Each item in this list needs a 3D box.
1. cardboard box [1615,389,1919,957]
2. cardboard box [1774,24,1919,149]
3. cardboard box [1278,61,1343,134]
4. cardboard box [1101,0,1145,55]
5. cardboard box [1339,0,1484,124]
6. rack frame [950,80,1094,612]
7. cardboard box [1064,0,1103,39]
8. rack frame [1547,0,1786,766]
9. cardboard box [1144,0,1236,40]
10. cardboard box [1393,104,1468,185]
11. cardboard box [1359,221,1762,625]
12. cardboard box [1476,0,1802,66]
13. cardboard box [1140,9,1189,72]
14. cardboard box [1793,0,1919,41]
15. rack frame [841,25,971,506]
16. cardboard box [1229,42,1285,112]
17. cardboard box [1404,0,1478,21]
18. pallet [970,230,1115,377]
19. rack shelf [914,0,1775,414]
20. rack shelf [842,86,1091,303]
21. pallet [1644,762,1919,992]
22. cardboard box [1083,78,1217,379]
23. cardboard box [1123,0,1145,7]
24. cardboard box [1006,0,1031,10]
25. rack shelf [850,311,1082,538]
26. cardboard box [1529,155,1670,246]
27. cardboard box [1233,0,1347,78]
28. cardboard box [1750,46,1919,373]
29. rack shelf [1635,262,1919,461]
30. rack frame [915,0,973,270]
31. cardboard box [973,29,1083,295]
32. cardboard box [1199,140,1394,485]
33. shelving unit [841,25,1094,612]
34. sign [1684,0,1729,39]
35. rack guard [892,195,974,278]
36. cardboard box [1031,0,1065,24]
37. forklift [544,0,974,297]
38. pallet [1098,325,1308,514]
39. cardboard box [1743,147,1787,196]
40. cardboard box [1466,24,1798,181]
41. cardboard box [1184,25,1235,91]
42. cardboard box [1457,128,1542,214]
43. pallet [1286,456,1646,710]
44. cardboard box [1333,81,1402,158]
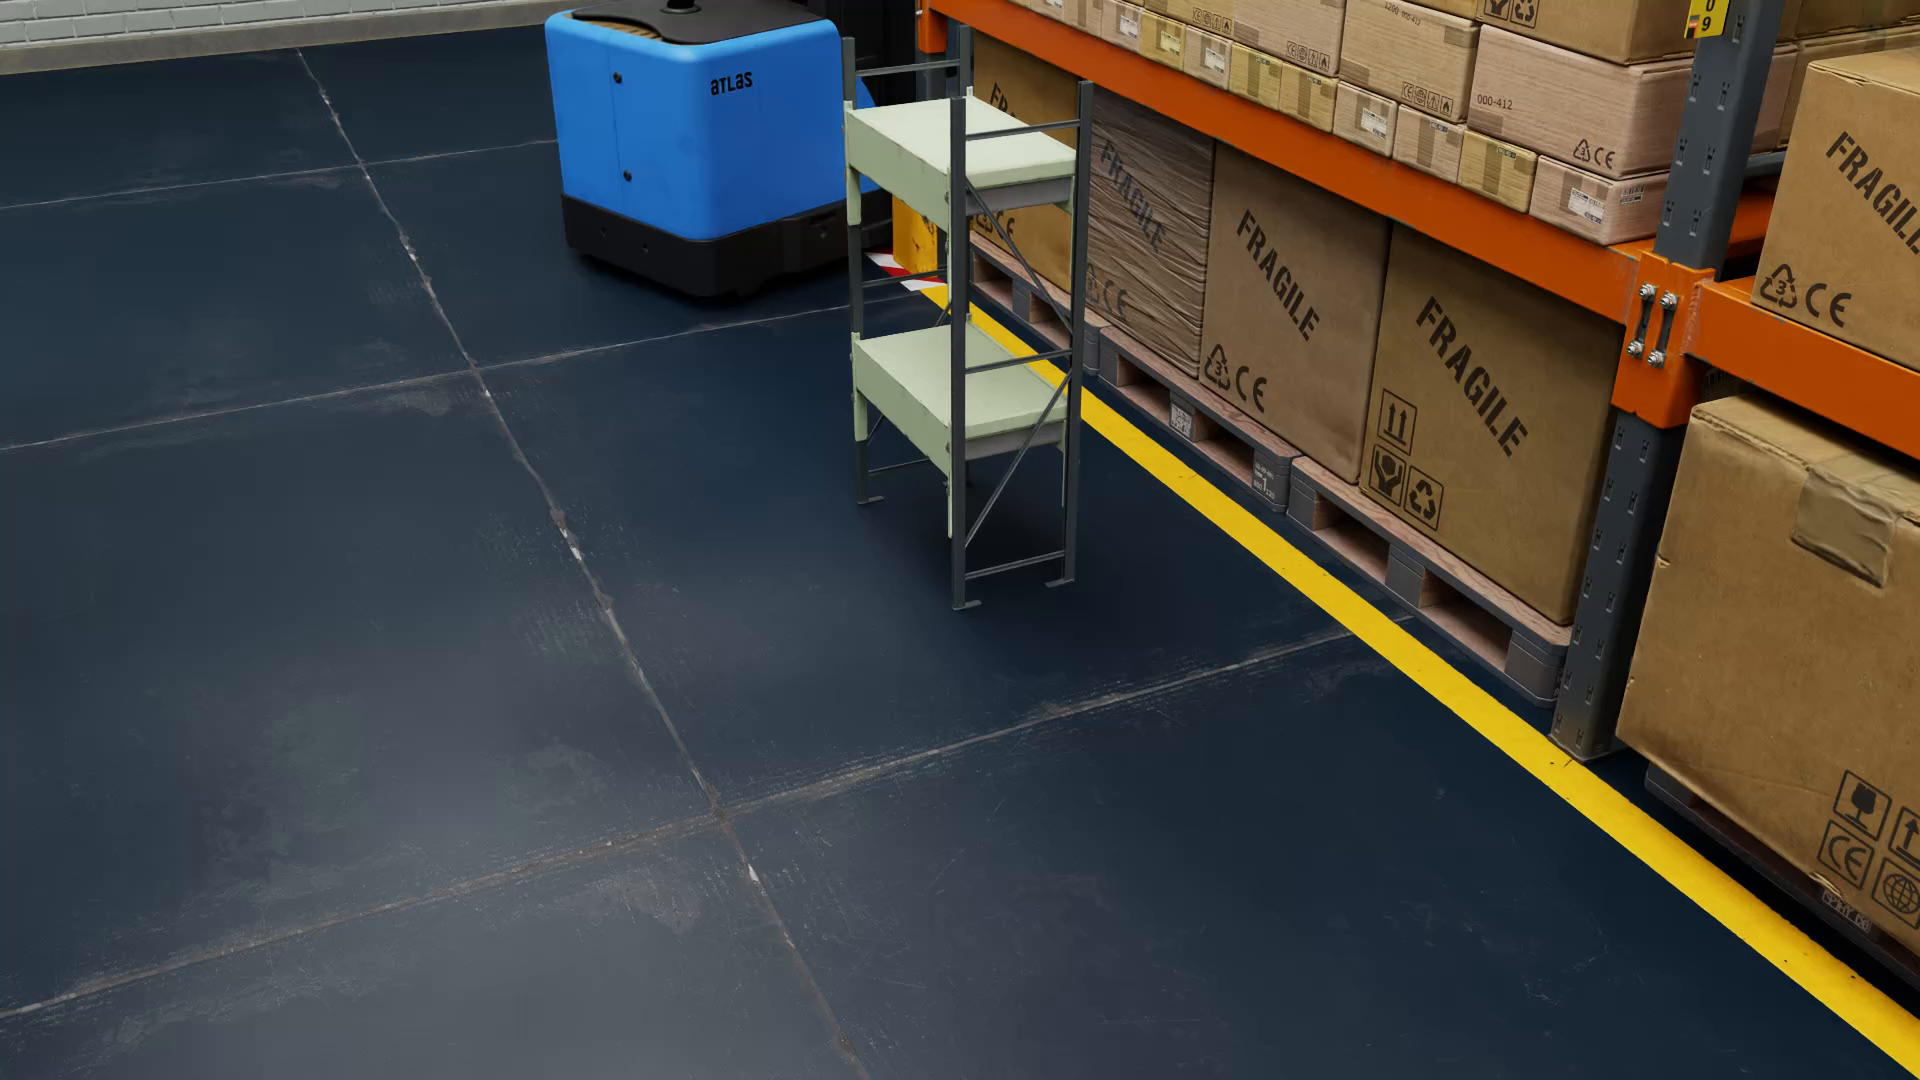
[{"bbox_3d":[2.298,0.155,3.649,1.225,0.875,0.875,-13,32,-22],"label":"cardboard box"},{"bbox_3d":[2.040,-1.193,4.161,0.500,0.250,0.500,-14,32,-23],"label":"cardboard box"},{"bbox_3d":[1.136,-1.277,4.718,0.380,0.149,0.250,-12,32,-21],"label":"cardboard box"},{"bbox_3d":[0.696,-1.730,5.526,0.380,0.149,0.250,-13,32,-23],"label":"cardboard box"},{"bbox_3d":[1.354,-1.299,4.349,0.500,0.250,0.500,-12,31,-20],"label":"cardboard box"},{"bbox_3d":[0.160,-0.490,4.590,0.400,1.500,0.023,-13,32,-22],"label":"rack frame"},{"bbox_3d":[0.585,-1.844,5.729,0.380,0.149,0.250,-14,32,-23],"label":"cardboard box"},{"bbox_3d":[2.005,-0.867,3.729,1.000,3.000,0.127,-13,32,-22],"label":"rack frame"},{"bbox_3d":[0.920,-1.749,5.151,0.500,0.250,0.500,-14,32,-23],"label":"cardboard box"},{"bbox_3d":[1.358,-1.050,4.313,0.380,0.149,0.250,-14,32,-23],"label":"cardboard box"},{"bbox_3d":[1.794,-0.431,4.695,0.875,0.875,0.875,-13,32,-22],"label":"cardboard box"},{"bbox_3d":[1.566,-1.405,3.771,0.500,0.500,0.500,-12,31,-21],"label":"cardboard box"},{"bbox_3d":[0.804,-1.619,5.327,0.380,0.149,0.250,-14,32,-23],"label":"cardboard box"},{"bbox_3d":[2.030,-1.523,3.982,0.500,0.500,0.500,-13,32,-22],"label":"cardboard box"},{"bbox_3d":[-0.154,-0.813,5.166,0.400,1.500,0.023,-13,32,-22],"label":"rack frame"},{"bbox_3d":[1.026,-1.391,4.920,0.380,0.149,0.250,-14,32,-23],"label":"cardboard box"},{"bbox_3d":[1.355,-1.627,4.167,0.500,0.500,0.500,-13,32,-21],"label":"cardboard box"},{"bbox_3d":[0.702,-1.080,6.961,1.003,0.211,1.213,-13,32,-22],"label":"pallet"},{"bbox_3d":[1.146,-1.436,5.480,1.077,0.370,4.000,-13,32,-22],"label":"rack shelf"},{"bbox_3d":[0.003,-0.992,4.687,0.431,0.370,0.720,-13,32,-22],"label":"rack shelf"},{"bbox_3d":[2.404,0.675,3.831,1.003,0.211,1.213,-13,32,-22],"label":"pallet"},{"bbox_3d":[1.026,-1.222,6.106,0.875,0.875,0.875,-13,32,-22],"label":"cardboard box"},{"bbox_3d":[0.692,-1.978,5.560,0.500,0.250,0.500,-14,32,-24],"label":"cardboard box"},{"bbox_3d":[0.364,-2.072,6.135,0.380,0.149,0.250,-14,32,-23],"label":"cardboard box"},{"bbox_3d":[0.003,-0.367,5.037,0.431,0.370,0.720,-13,32,-22],"label":"rack shelf"},{"bbox_3d":[1.578,-0.823,3.908,0.380,0.149,0.250,-13,32,-22],"label":"cardboard box"},{"bbox_3d":[1.135,-1.524,4.751,0.500,0.250,0.500,-12,32,-21],"label":"cardboard box"},{"bbox_3d":[1.977,-0.655,3.248,0.500,0.500,0.500,-13,32,-22],"label":"cardboard box"},{"bbox_3d":[2.864,0.331,2.329,1.077,0.370,4.000,-13,32,-22],"label":"rack shelf"},{"bbox_3d":[0.288,-2.634,6.880,1.000,3.000,0.127,-13,32,-22],"label":"rack frame"},{"bbox_3d":[0.635,-1.624,6.822,0.875,0.875,0.875,-13,32,-22],"label":"cardboard box"},{"bbox_3d":[1.408,-0.829,5.404,0.875,0.875,0.875,-13,32,-22],"label":"cardboard box"},{"bbox_3d":[0.003,-0.651,4.878,0.431,1.500,0.755,-13,32,-22],"label":"shelving unit"},{"bbox_3d":[1.504,-1.162,3.289,0.100,0.325,0.005,-13,32,-22],"label":"sign"},{"bbox_3d":[0.278,-1.554,7.510,1.175,0.500,0.348,-13,32,-22],"label":"rack guard"},{"bbox_3d":[0.477,-1.957,5.930,0.380,0.149,0.250,-14,32,-23],"label":"cardboard box"},{"bbox_3d":[-0.391,-2.918,7.458,1.130,2.935,3.031,25,38,37],"label":"forklift"},{"bbox_3d":[1.222,-0.542,6.001,1.003,0.211,1.213,-13,32,-22],"label":"pallet"},{"bbox_3d":[2.178,-0.958,4.148,0.380,0.149,0.250,-13,32,-22],"label":"cardboard box"},{"bbox_3d":[1.578,-1.071,3.942,0.500,0.250,0.500,-14,32,-23],"label":"cardboard box"},{"bbox_3d":[0.918,-1.503,5.121,0.380,0.149,0.250,-13,32,-21],"label":"cardboard box"},{"bbox_3d":[1.467,-0.937,4.111,0.380,0.149,0.250,-12,32,-21],"label":"cardboard box"},{"bbox_3d":[1.749,-0.003,5.039,1.003,0.211,1.213,-13,32,-22],"label":"pallet"},{"bbox_3d":[1.247,-1.164,4.515,0.380,0.149,0.250,-12,32,-21],"label":"cardboard box"}]
